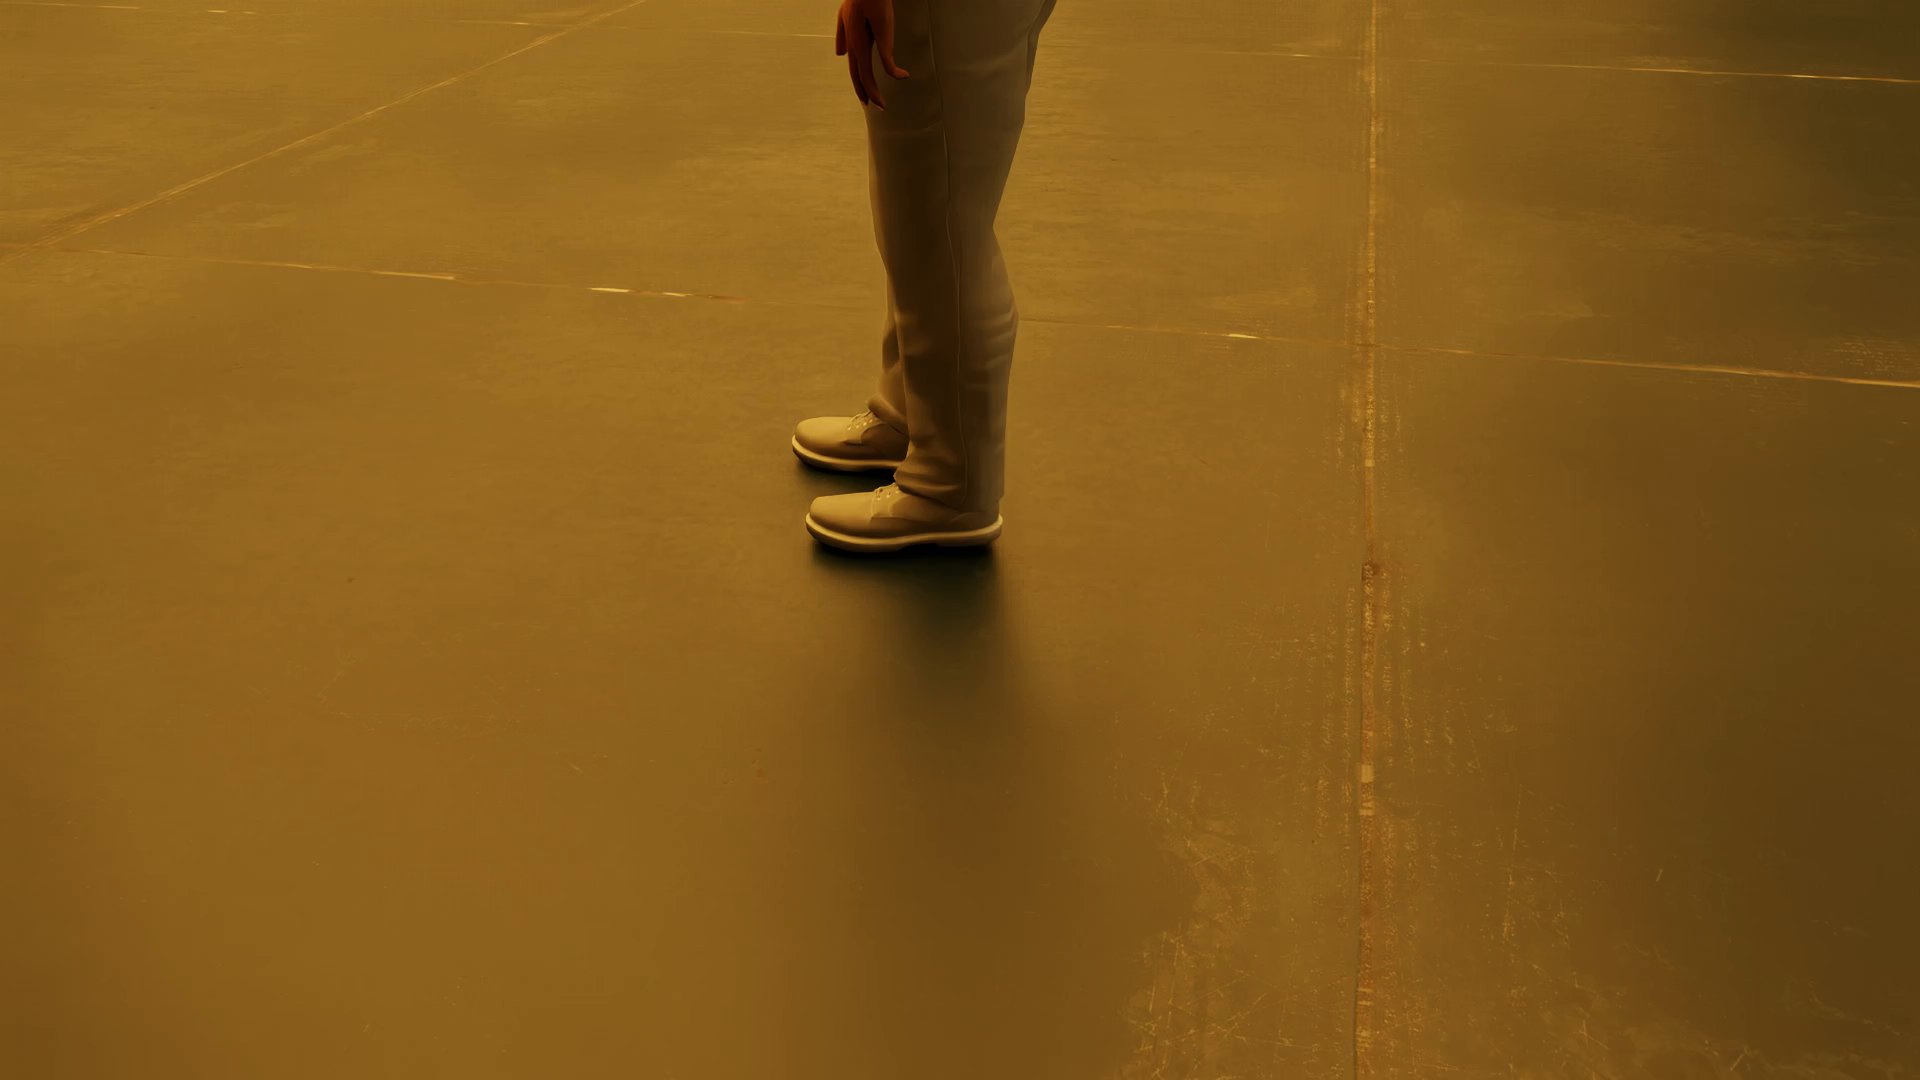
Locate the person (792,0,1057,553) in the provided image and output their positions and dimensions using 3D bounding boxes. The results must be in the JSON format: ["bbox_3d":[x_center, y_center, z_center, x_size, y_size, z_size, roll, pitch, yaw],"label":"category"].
[{"bbox_3d":[-0.069,-0.779,2.147,0.530,1.695,0.570,6,27,11],"label":"person"}]
